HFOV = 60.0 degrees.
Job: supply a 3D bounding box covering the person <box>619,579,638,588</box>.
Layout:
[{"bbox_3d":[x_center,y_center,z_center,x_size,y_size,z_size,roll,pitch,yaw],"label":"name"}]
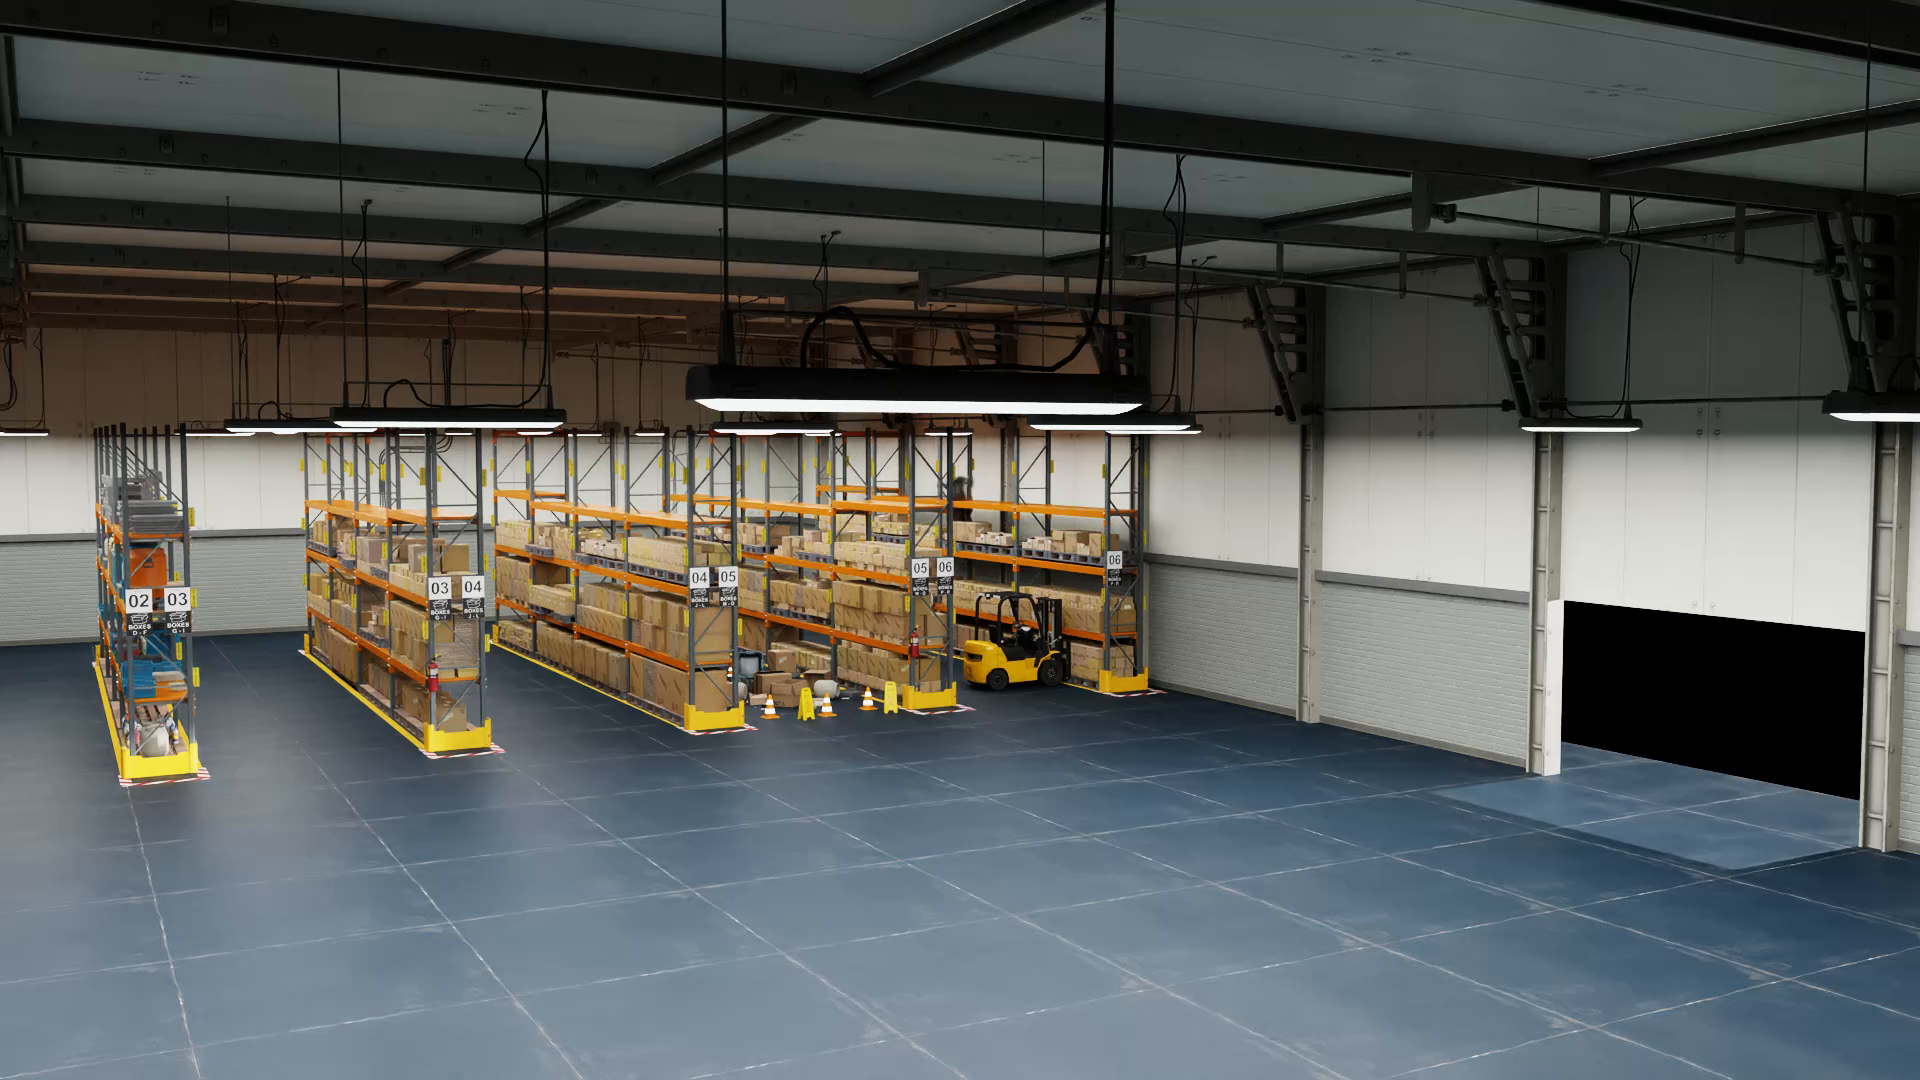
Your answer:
[{"bbox_3d":[-10.032,1.814,50.211,0.948,1.719,0.620,-3,4,-40],"label":"person"}]
